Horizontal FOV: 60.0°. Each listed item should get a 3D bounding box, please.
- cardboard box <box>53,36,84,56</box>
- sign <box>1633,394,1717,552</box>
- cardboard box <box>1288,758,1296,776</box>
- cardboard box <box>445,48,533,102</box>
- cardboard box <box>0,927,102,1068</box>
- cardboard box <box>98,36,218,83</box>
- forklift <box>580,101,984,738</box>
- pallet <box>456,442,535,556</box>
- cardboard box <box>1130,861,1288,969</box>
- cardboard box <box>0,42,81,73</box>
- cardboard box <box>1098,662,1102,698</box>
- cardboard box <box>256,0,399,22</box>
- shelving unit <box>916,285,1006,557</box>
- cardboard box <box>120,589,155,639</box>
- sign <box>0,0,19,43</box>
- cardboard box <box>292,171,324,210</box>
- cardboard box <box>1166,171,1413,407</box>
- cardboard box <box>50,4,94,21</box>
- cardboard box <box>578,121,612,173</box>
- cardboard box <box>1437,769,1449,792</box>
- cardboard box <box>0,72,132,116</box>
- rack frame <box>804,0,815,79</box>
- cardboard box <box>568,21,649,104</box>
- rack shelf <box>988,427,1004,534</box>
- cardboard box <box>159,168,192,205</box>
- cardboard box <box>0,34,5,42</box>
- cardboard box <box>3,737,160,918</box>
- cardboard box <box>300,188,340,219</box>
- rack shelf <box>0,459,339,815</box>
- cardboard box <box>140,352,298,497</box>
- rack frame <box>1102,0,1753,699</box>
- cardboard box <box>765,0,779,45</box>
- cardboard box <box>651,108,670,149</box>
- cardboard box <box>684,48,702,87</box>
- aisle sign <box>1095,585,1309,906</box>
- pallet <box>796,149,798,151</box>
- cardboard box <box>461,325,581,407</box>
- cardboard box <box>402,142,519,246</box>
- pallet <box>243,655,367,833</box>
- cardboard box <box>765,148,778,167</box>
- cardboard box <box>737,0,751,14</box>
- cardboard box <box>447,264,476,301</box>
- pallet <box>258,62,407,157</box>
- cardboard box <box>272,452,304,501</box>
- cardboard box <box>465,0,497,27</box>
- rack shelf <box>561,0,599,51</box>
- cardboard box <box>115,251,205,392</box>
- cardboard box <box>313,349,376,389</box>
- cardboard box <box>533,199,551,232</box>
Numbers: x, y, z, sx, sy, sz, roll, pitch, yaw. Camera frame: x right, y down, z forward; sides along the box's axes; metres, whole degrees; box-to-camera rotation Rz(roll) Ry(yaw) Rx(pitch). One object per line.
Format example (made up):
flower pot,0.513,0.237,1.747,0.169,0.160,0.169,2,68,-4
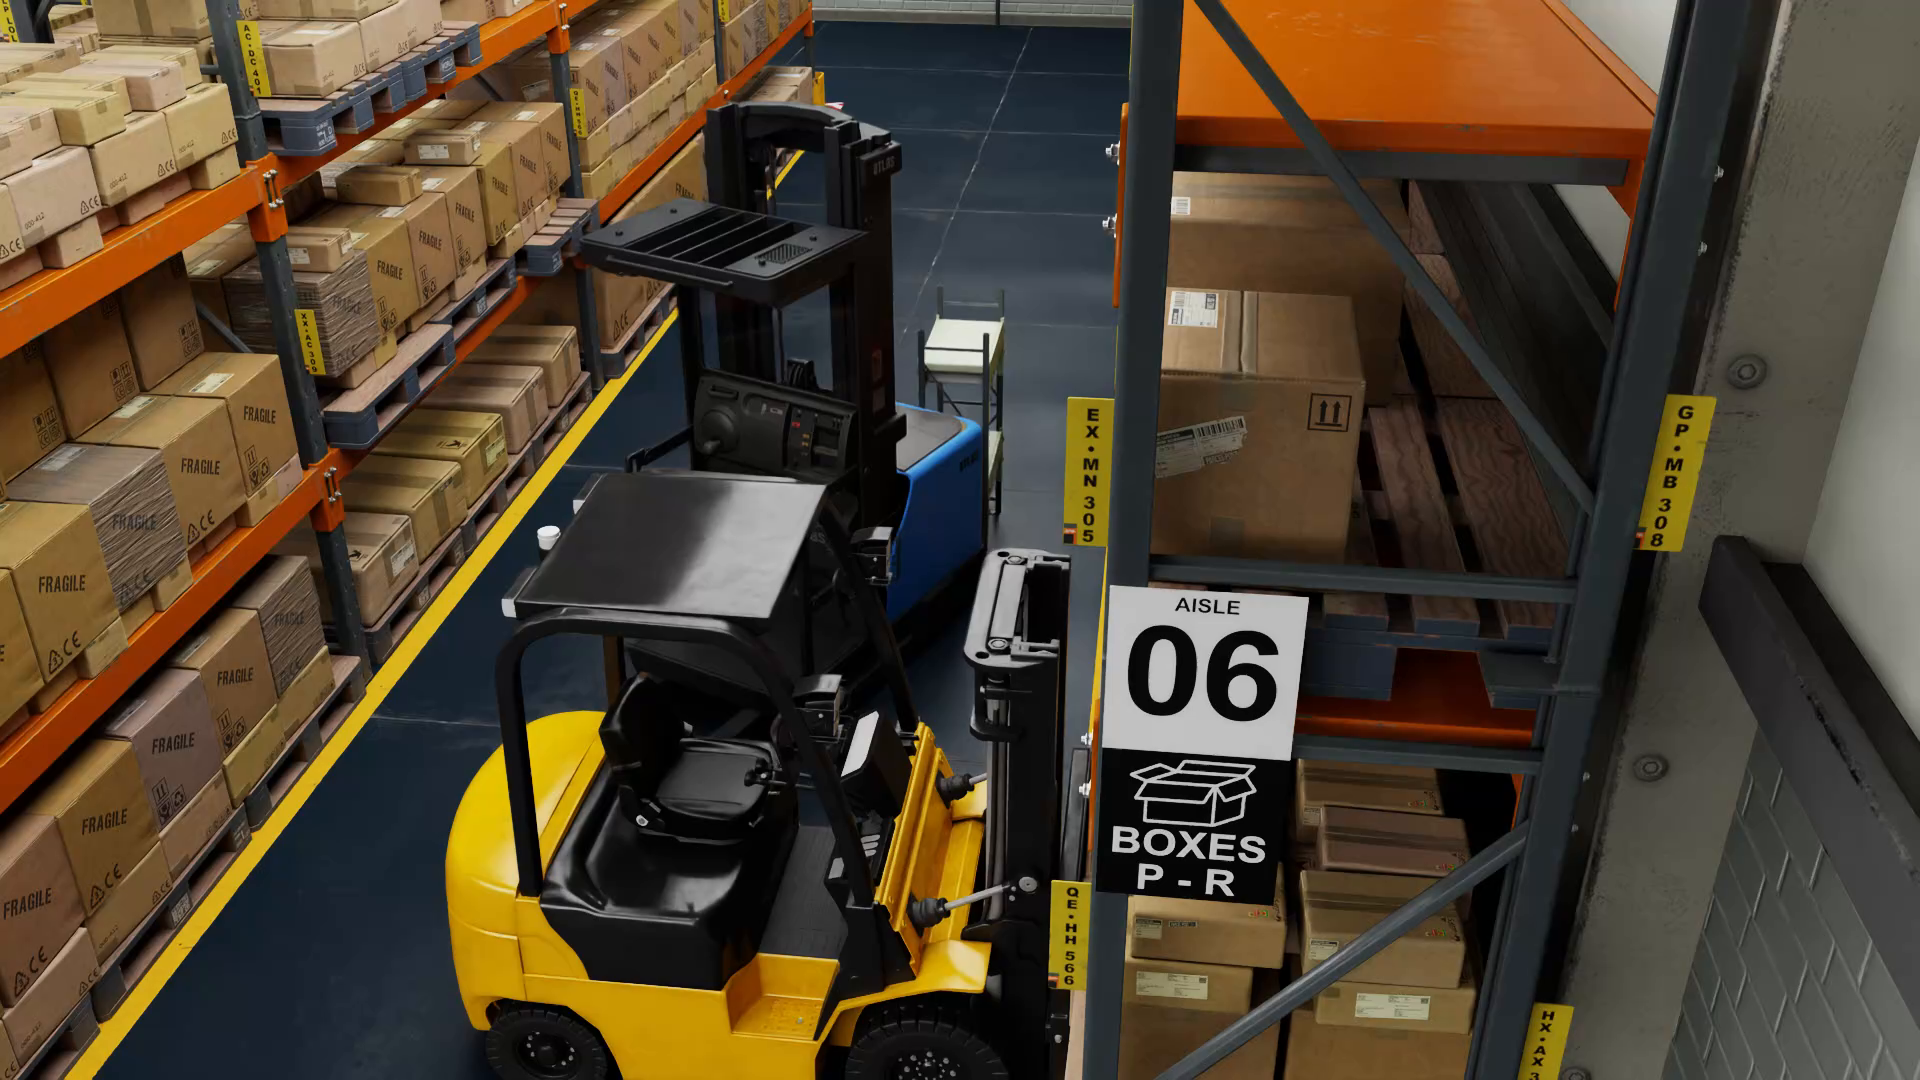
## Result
cardboard box,-7.601,-4.117,13.924,0.380,0.149,0.250,2,28,4
sign,1.347,-0.124,3.150,0.100,0.325,0.005,3,28,6
cardboard box,1.232,0.836,5.430,0.500,0.500,0.500,3,28,6
cardboard box,-3.346,-3.214,11.894,0.500,0.500,0.500,3,28,5
cardboard box,-3.686,1.716,6.358,0.500,0.250,0.500,4,29,8
cardboard box,-3.712,-2.311,7.931,0.500,0.250,0.500,3,28,5
forklift,-1.041,-0.514,8.113,1.130,2.935,3.031,16,32,26
pallet,-3.399,-0.304,10.591,1.003,0.211,1.213,3,28,6
cardboard box,0.632,0.939,4.241,0.380,0.149,0.250,3,29,6
cardboard box,-4.002,-2.020,7.099,0.380,0.149,0.250,3,28,5
cardboard box,0.844,0.733,7.129,0.500,0.250,0.500,3,28,6
cardboard box,-3.119,-2.735,8.190,0.500,0.250,0.500,3,28,5
shelving unit,0.013,-0.666,9.906,0.431,1.500,0.755,4,29,7
cardboard box,-3.559,0.288,6.818,0.380,0.149,0.250,3,28,5
sign,-4.191,-2.341,7.309,0.100,0.325,0.005,3,28,6
cardboard box,-3.725,-1.920,9.106,0.380,0.149,0.250,2,28,4
cardboard box,0.834,-0.711,4.592,0.700,0.500,0.500,4,29,7
cardboard box,-8.089,-4.772,15.140,0.380,0.149,0.250,5,29,9
cardboard box,-2.842,-2.850,12.008,0.500,0.250,0.500,3,28,6
cardboard box,1.294,0.632,5.125,0.380,0.149,0.250,4,29,7
cardboard box,-3.538,-1.744,6.586,0.380,0.149,0.250,4,29,7
rack frame,-2.169,-6.237,18.665,1.000,3.000,0.127,3,28,6
cardboard box,-2.717,-3.650,12.704,0.500,0.500,0.500,4,29,8
rack shelf,0.013,-0.379,10.060,0.431,0.370,0.720,4,29,7
cardboard box,-3.494,-1.519,7.009,0.380,0.149,0.250,4,29,7
cardboard box,-8.247,-4.163,14.010,0.380,0.149,0.250,4,29,8
cardboard box,-3.625,1.133,6.650,0.500,0.500,0.500,4,29,7
cardboard box,-3.682,-1.655,9.298,0.500,0.500,0.500,4,29,8
rack shelf,-3.885,0.669,6.603,1.077,0.370,4.000,3,28,6
cardboard box,-3.447,-0.540,7.671,0.500,0.500,0.500,3,28,5
rack frame,0.797,-1.060,2.730,1.000,3.000,0.127,3,28,6
cardboard box,-2.146,-5.317,16.851,0.500,0.500,0.500,4,29,8
cardboard box,-2.667,-3.343,13.451,0.500,0.250,0.500,3,28,6
cardboard box,-2.526,-4.051,14.238,0.500,0.250,0.500,4,29,7
aisle sign,0.497,0.450,3.511,0.394,0.787,0.004,3,28,6
pallet,-2.190,-4.629,18.619,1.003,0.211,1.213,3,28,6
cardboard box,-3.229,-1.234,11.706,0.950,0.372,0.625,1,28,3
cardboard box,-3.043,-2.120,10.160,0.500,0.500,0.500,1,28,3
pallet,-3.687,0.957,8.251,1.003,0.211,1.213,3,28,6
cardboard box,-2.367,-4.122,16.997,0.875,0.438,0.875,3,28,5
cardboard box,-2.293,-5.286,15.740,0.500,0.500,0.500,3,28,6
cardboard box,-3.071,-1.517,9.725,0.380,0.149,0.250,4,29,8
pallet,-3.458,-2.111,8.041,1.213,0.211,1.003,3,28,6
cardboard box,-3.377,-0.309,7.926,0.380,0.149,0.250,3,28,6
cardboard box,-3.276,-3.391,10.113,0.700,0.500,0.500,3,28,6
rack shelf,-2.905,-4.417,12.882,1.077,0.370,4.000,3,28,6
cardboard box,-3.909,-1.009,7.488,0.700,0.500,0.500,3,28,6
cardboard box,-3.258,-0.905,8.589,0.380,0.149,0.250,4,29,7
cardboard box,-2.904,-2.126,10.856,0.380,0.149,0.250,3,28,6
